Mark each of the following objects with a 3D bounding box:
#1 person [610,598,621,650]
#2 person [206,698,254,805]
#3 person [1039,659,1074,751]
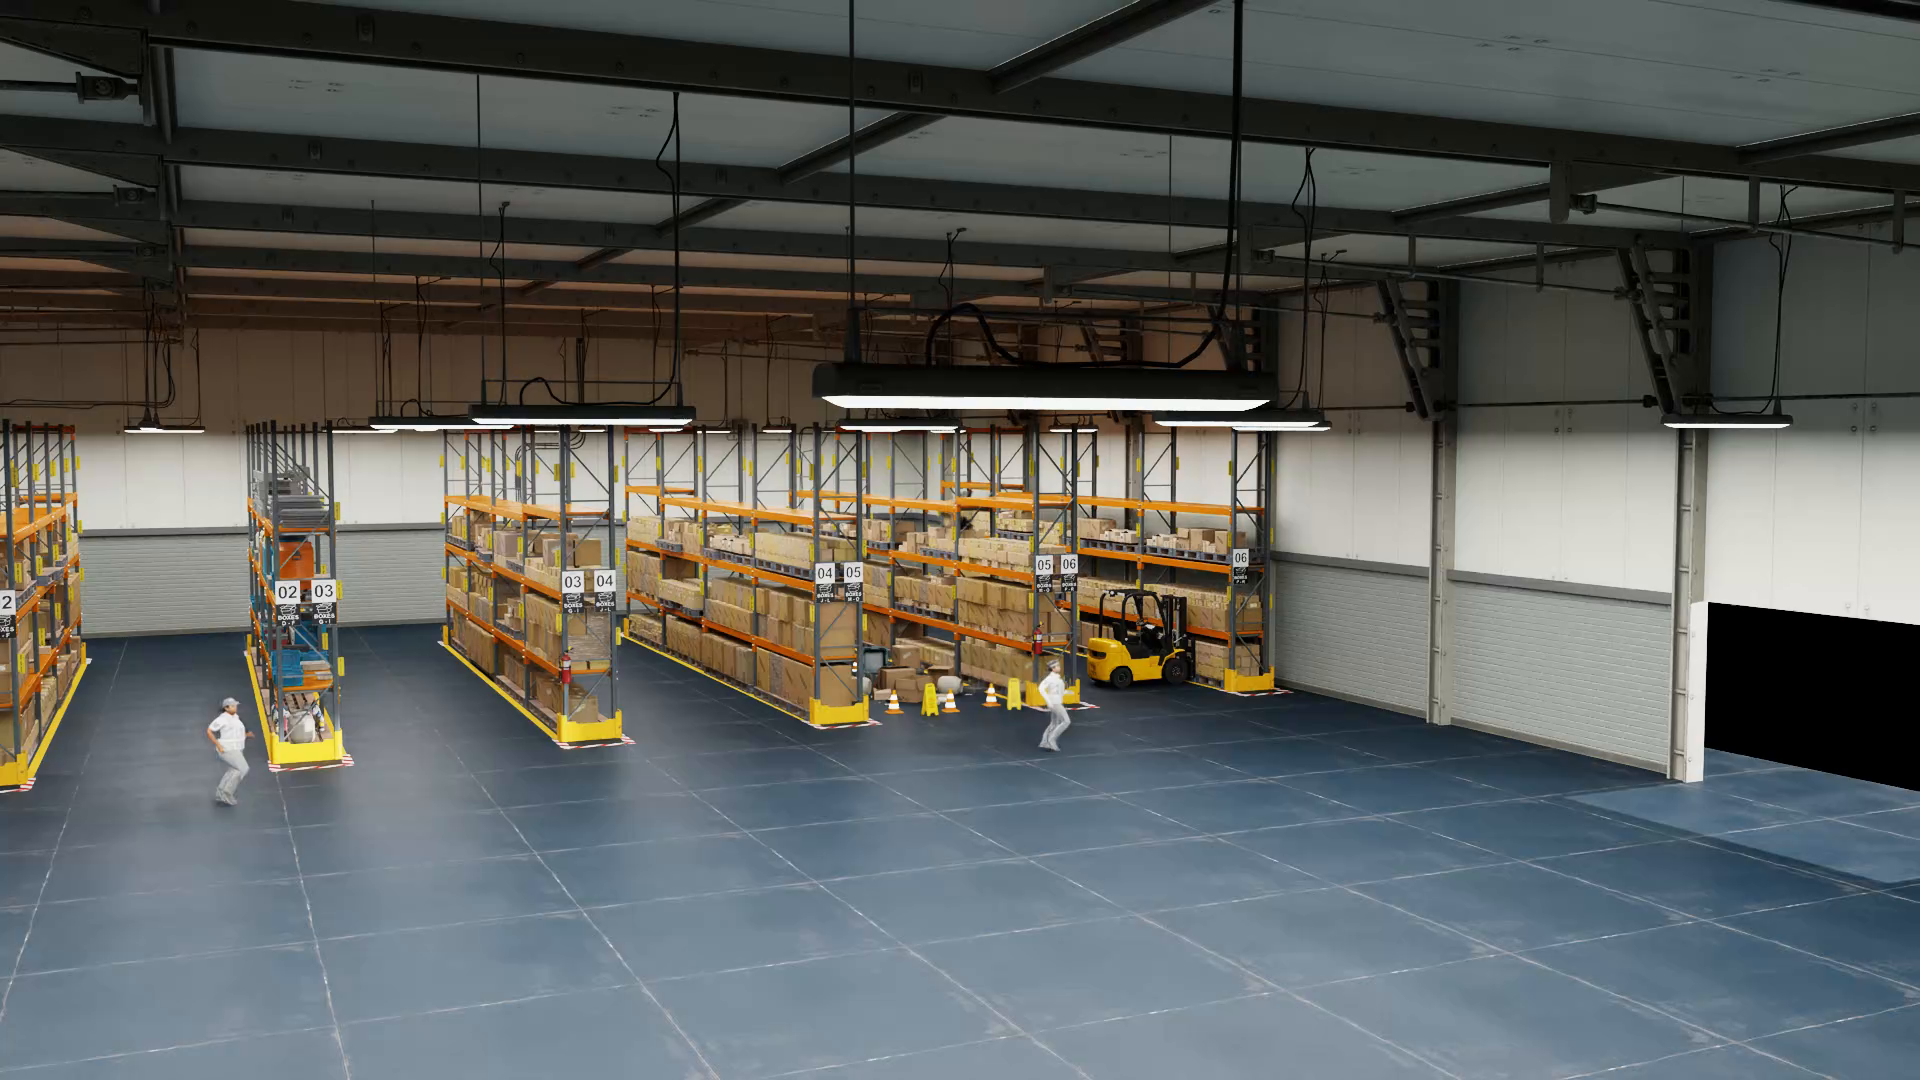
[{"bbox_3d":[-9.370,2.137,44.691,0.513,1.644,0.733,-2,4,-23],"label":"person"},{"bbox_3d":[-11.295,3.281,25.839,0.656,1.659,0.587,0,4,-1],"label":"person"},{"bbox_3d":[1.759,2.986,30.191,0.642,1.673,0.583,1,4,15],"label":"person"}]
